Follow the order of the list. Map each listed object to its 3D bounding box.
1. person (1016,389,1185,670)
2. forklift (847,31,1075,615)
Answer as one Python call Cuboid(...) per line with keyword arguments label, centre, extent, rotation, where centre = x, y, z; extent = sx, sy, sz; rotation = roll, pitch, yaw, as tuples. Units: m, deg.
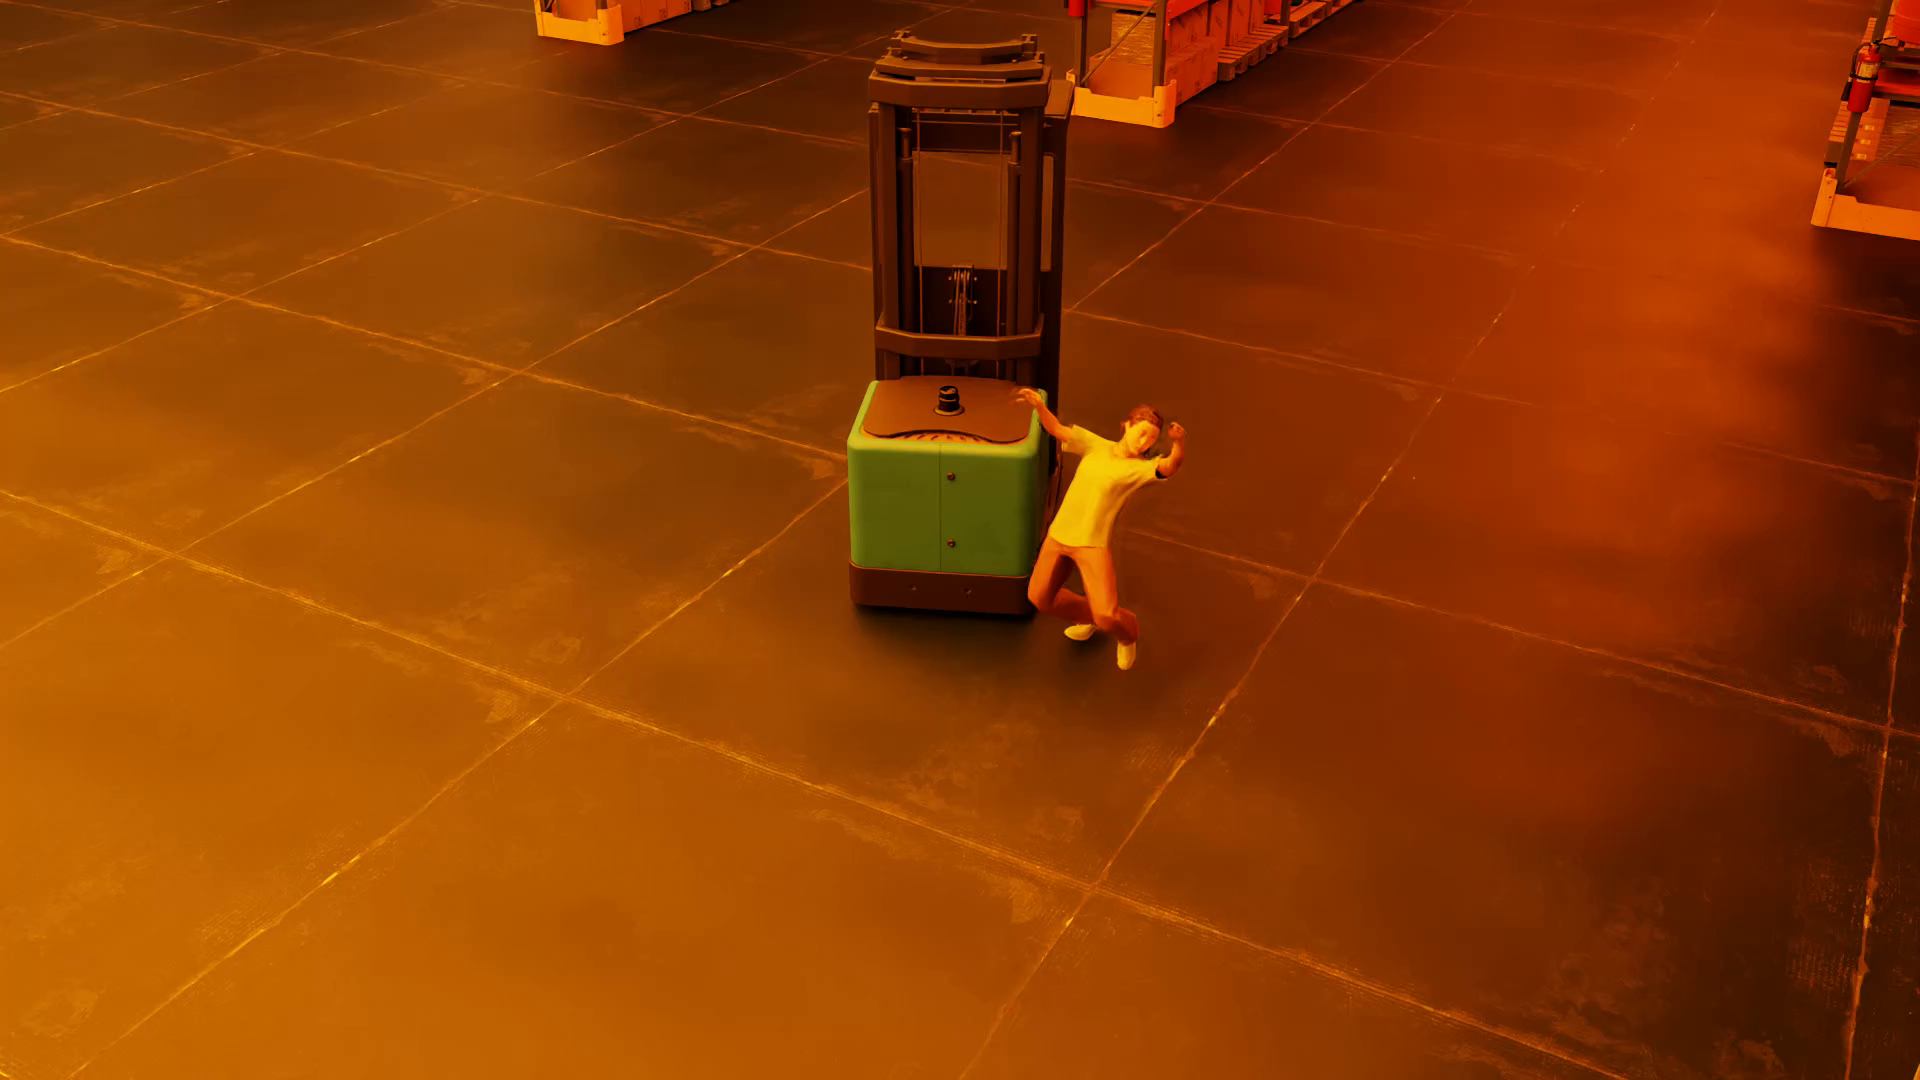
Cuboid(label="person", centre=(0.771, -0.052, 8.561), extent=(0.862, 1.533, 0.725), rotation=(25, 38, 36))
Cuboid(label="forklift", centre=(0.072, -1.572, 9.794), extent=(1.130, 2.935, 3.031), rotation=(3, 30, 6))
